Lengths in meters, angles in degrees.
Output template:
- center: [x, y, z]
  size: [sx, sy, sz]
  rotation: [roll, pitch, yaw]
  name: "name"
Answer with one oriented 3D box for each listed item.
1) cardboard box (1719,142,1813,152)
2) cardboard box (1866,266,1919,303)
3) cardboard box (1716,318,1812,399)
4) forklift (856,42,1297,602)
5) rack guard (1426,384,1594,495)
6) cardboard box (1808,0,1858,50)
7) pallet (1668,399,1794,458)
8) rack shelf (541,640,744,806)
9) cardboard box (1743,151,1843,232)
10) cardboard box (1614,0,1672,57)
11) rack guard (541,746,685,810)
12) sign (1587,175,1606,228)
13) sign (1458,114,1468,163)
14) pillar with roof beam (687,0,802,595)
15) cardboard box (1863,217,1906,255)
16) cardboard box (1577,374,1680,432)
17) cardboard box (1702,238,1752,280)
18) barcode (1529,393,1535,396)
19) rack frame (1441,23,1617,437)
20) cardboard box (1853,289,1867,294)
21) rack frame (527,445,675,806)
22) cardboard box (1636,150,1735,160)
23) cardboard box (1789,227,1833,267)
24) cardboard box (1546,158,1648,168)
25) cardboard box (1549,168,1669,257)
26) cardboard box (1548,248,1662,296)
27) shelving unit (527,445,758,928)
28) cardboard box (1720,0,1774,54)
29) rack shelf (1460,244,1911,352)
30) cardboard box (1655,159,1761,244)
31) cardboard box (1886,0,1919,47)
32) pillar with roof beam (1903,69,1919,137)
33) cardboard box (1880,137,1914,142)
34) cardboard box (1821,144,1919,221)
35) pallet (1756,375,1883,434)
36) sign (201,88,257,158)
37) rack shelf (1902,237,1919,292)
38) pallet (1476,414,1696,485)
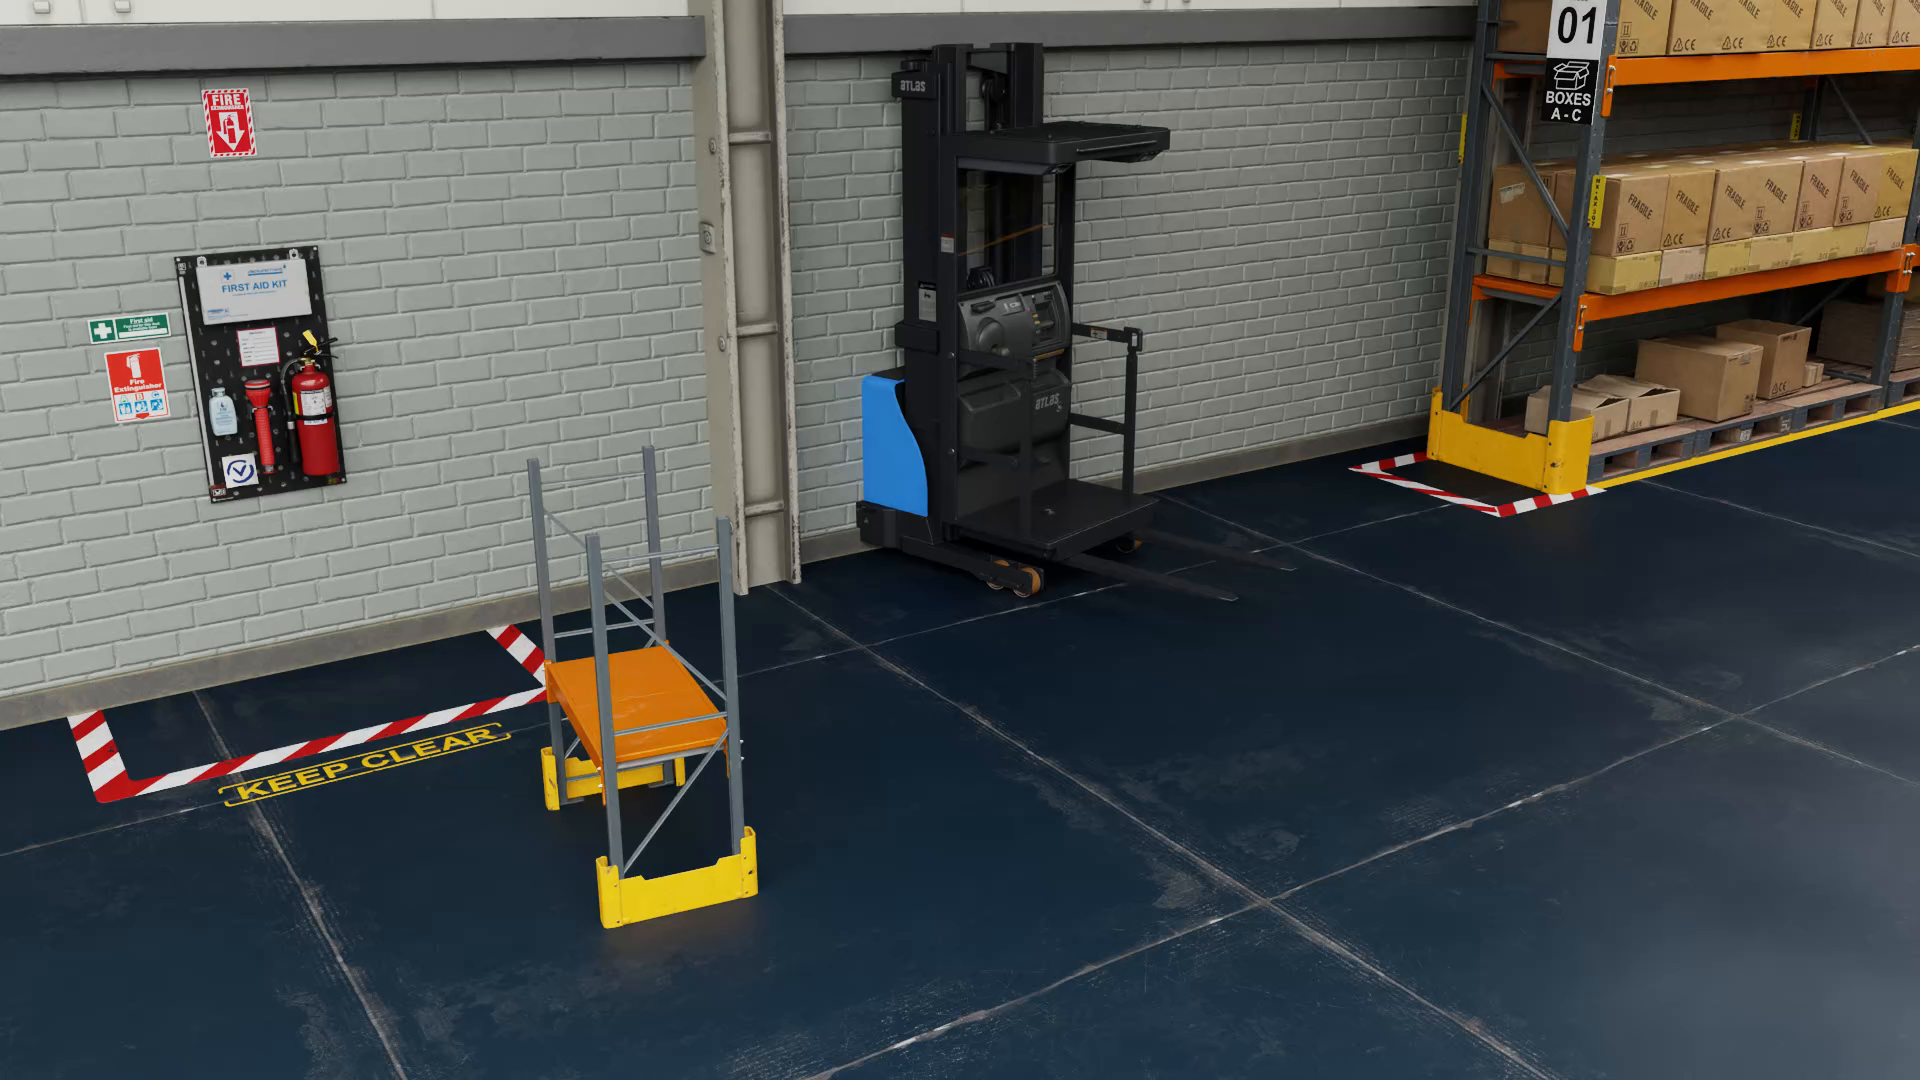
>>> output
- center: [6.147, -2.769, 12.784]
  size: [0.500, 0.500, 0.500]
  rotation: [-12, 22, -32]
  name: "cardboard box"
- center: [8.060, -2.184, 14.068]
  size: [0.500, 0.250, 0.500]
  rotation: [-12, 22, -33]
  name: "cardboard box"
- center: [6.244, -1.423, 12.987]
  size: [0.500, 0.500, 0.500]
  rotation: [-14, 23, -35]
  name: "cardboard box"
- center: [0.478, -1.258, 9.390]
  size: [3.031, 2.935, 1.130]
  rotation: [15, 24, 38]
  name: "forklift"
- center: [3.811, -0.717, 11.585]
  size: [0.348, 0.500, 1.175]
  rotation: [-12, 22, -31]
  name: "rack guard"
- center: [5.931, -3.722, 11.699]
  size: [0.500, 0.500, 0.500]
  rotation: [-13, 23, -33]
  name: "cardboard box"
- center: [5.527, -0.927, 12.658]
  size: [1.213, 0.211, 1.003]
  rotation: [-12, 22, -31]
  name: "pallet"
- center: [-1.247, 0.684, 6.442]
  size: [0.538, 0.185, 1.000]
  rotation: [-8, 20, -23]
  name: "rack shelf"
- center: [6.023, -2.545, 12.120]
  size: [0.500, 0.500, 0.500]
  rotation: [-13, 22, -33]
  name: "cardboard box"
- center: [4.165, -3.358, 10.622]
  size: [0.500, 0.500, 0.500]
  rotation: [-11, 22, -30]
  name: "cardboard box"
- center: [-1.459, 0.958, 7.021]
  size: [0.587, 0.250, 0.087]
  rotation: [-8, 20, -23]
  name: "rack guard"
- center: [4.046, -2.153, 10.577]
  size: [0.005, 0.325, 0.100]
  rotation: [-12, 22, -31]
  name: "sign"
- center: [3.459, -2.738, 11.359]
  size: [0.005, 0.325, 0.100]
  rotation: [-12, 22, -31]
  name: "sign"
- center: [1.213, -2.876, 4.701]
  size: [0.400, 9.000, 9.100]
  rotation: [-12, 22, -31]
  name: "pillar with roof beam"
- center: [6.860, -2.366, 12.763]
  size: [0.500, 0.250, 0.500]
  rotation: [-12, 22, -31]
  name: "cardboard box"
- center: [4.851, -1.021, 12.092]
  size: [0.500, 0.311, 0.500]
  rotation: [-10, 21, -27]
  name: "cardboard box"
- center: [5.185, -2.011, 11.711]
  size: [0.500, 0.250, 0.500]
  rotation: [-12, 22, -32]
  name: "cardboard box"
- center: [4.170, -1.035, 12.119]
  size: [0.075, 0.075, 0.001]
  rotation: [-12, 22, -31]
  name: "barcode"
- center: [3.748, -1.888, 11.145]
  size: [0.127, 3.000, 1.000]
  rotation: [-12, 22, -31]
  name: "rack frame"
- center: [8.098, -1.855, 14.265]
  size: [0.500, 0.500, 0.700]
  rotation: [-12, 22, -32]
  name: "cardboard box"
- center: [-1.459, 0.365, 6.822]
  size: [0.500, 1.500, 0.032]
  rotation: [-8, 20, -23]
  name: "rack frame"
- center: [5.300, -2.588, 12.249]
  size: [0.500, 0.500, 0.500]
  rotation: [-12, 22, -31]
  name: "cardboard box"
- center: [6.027, -2.188, 12.236]
  size: [0.500, 0.250, 0.500]
  rotation: [-12, 22, -32]
  name: "cardboard box"
- center: [4.450, -2.407, 11.714]
  size: [0.500, 0.500, 0.500]
  rotation: [-12, 22, -31]
  name: "cardboard box"
- center: [4.312, -2.185, 11.057]
  size: [0.500, 0.500, 0.500]
  rotation: [-12, 22, -31]
  name: "cardboard box"
- center: [4.330, -1.827, 11.169]
  size: [0.500, 0.250, 0.500]
  rotation: [-13, 22, -33]
  name: "cardboard box"
- center: [-1.251, 0.511, 6.393]
  size: [0.587, 1.500, 1.083]
  rotation: [-8, 20, -23]
  name: "shelving unit"
- center: [5.064, -3.535, 11.147]
  size: [0.500, 0.500, 0.500]
  rotation: [-11, 21, -29]
  name: "cardboard box"
- center: [5.418, -1.899, 12.302]
  size: [4.000, 0.370, 1.077]
  rotation: [-12, 22, -31]
  name: "rack shelf"
- center: [5.165, -2.359, 11.571]
  size: [0.500, 0.500, 0.500]
  rotation: [-13, 22, -33]
  name: "cardboard box"
- center: [6.801, -3.915, 12.269]
  size: [0.500, 0.500, 0.500]
  rotation: [-11, 22, -30]
  name: "cardboard box"
- center: [11.235, -4.990, 10.953]
  size: [0.400, 9.000, 9.100]
  rotation: [-12, 22, -31]
  name: "pillar with roof beam"
- center: [8.003, -3.025, 13.666]
  size: [0.500, 0.500, 0.700]
  rotation: [-9, 21, -26]
  name: "cardboard box"
- center: [6.864, -2.720, 12.639]
  size: [0.500, 0.500, 0.500]
  rotation: [-12, 22, -32]
  name: "cardboard box"
- center: [6.547, -1.144, 13.298]
  size: [1.213, 0.211, 1.003]
  rotation: [-12, 22, -31]
  name: "pallet"
- center: [-3.301, -1.884, 7.514]
  size: [0.199, 0.298, 0.001]
  rotation: [-12, 22, -31]
  name: "sign"
- center: [8.759, -2.604, 14.386]
  size: [4.000, 0.370, 1.077]
  rotation: [-12, 22, -31]
  name: "rack shelf"
- center: [4.509, -0.714, 12.027]
  size: [1.213, 0.211, 1.003]
  rotation: [-12, 22, -31]
  name: "pallet"
